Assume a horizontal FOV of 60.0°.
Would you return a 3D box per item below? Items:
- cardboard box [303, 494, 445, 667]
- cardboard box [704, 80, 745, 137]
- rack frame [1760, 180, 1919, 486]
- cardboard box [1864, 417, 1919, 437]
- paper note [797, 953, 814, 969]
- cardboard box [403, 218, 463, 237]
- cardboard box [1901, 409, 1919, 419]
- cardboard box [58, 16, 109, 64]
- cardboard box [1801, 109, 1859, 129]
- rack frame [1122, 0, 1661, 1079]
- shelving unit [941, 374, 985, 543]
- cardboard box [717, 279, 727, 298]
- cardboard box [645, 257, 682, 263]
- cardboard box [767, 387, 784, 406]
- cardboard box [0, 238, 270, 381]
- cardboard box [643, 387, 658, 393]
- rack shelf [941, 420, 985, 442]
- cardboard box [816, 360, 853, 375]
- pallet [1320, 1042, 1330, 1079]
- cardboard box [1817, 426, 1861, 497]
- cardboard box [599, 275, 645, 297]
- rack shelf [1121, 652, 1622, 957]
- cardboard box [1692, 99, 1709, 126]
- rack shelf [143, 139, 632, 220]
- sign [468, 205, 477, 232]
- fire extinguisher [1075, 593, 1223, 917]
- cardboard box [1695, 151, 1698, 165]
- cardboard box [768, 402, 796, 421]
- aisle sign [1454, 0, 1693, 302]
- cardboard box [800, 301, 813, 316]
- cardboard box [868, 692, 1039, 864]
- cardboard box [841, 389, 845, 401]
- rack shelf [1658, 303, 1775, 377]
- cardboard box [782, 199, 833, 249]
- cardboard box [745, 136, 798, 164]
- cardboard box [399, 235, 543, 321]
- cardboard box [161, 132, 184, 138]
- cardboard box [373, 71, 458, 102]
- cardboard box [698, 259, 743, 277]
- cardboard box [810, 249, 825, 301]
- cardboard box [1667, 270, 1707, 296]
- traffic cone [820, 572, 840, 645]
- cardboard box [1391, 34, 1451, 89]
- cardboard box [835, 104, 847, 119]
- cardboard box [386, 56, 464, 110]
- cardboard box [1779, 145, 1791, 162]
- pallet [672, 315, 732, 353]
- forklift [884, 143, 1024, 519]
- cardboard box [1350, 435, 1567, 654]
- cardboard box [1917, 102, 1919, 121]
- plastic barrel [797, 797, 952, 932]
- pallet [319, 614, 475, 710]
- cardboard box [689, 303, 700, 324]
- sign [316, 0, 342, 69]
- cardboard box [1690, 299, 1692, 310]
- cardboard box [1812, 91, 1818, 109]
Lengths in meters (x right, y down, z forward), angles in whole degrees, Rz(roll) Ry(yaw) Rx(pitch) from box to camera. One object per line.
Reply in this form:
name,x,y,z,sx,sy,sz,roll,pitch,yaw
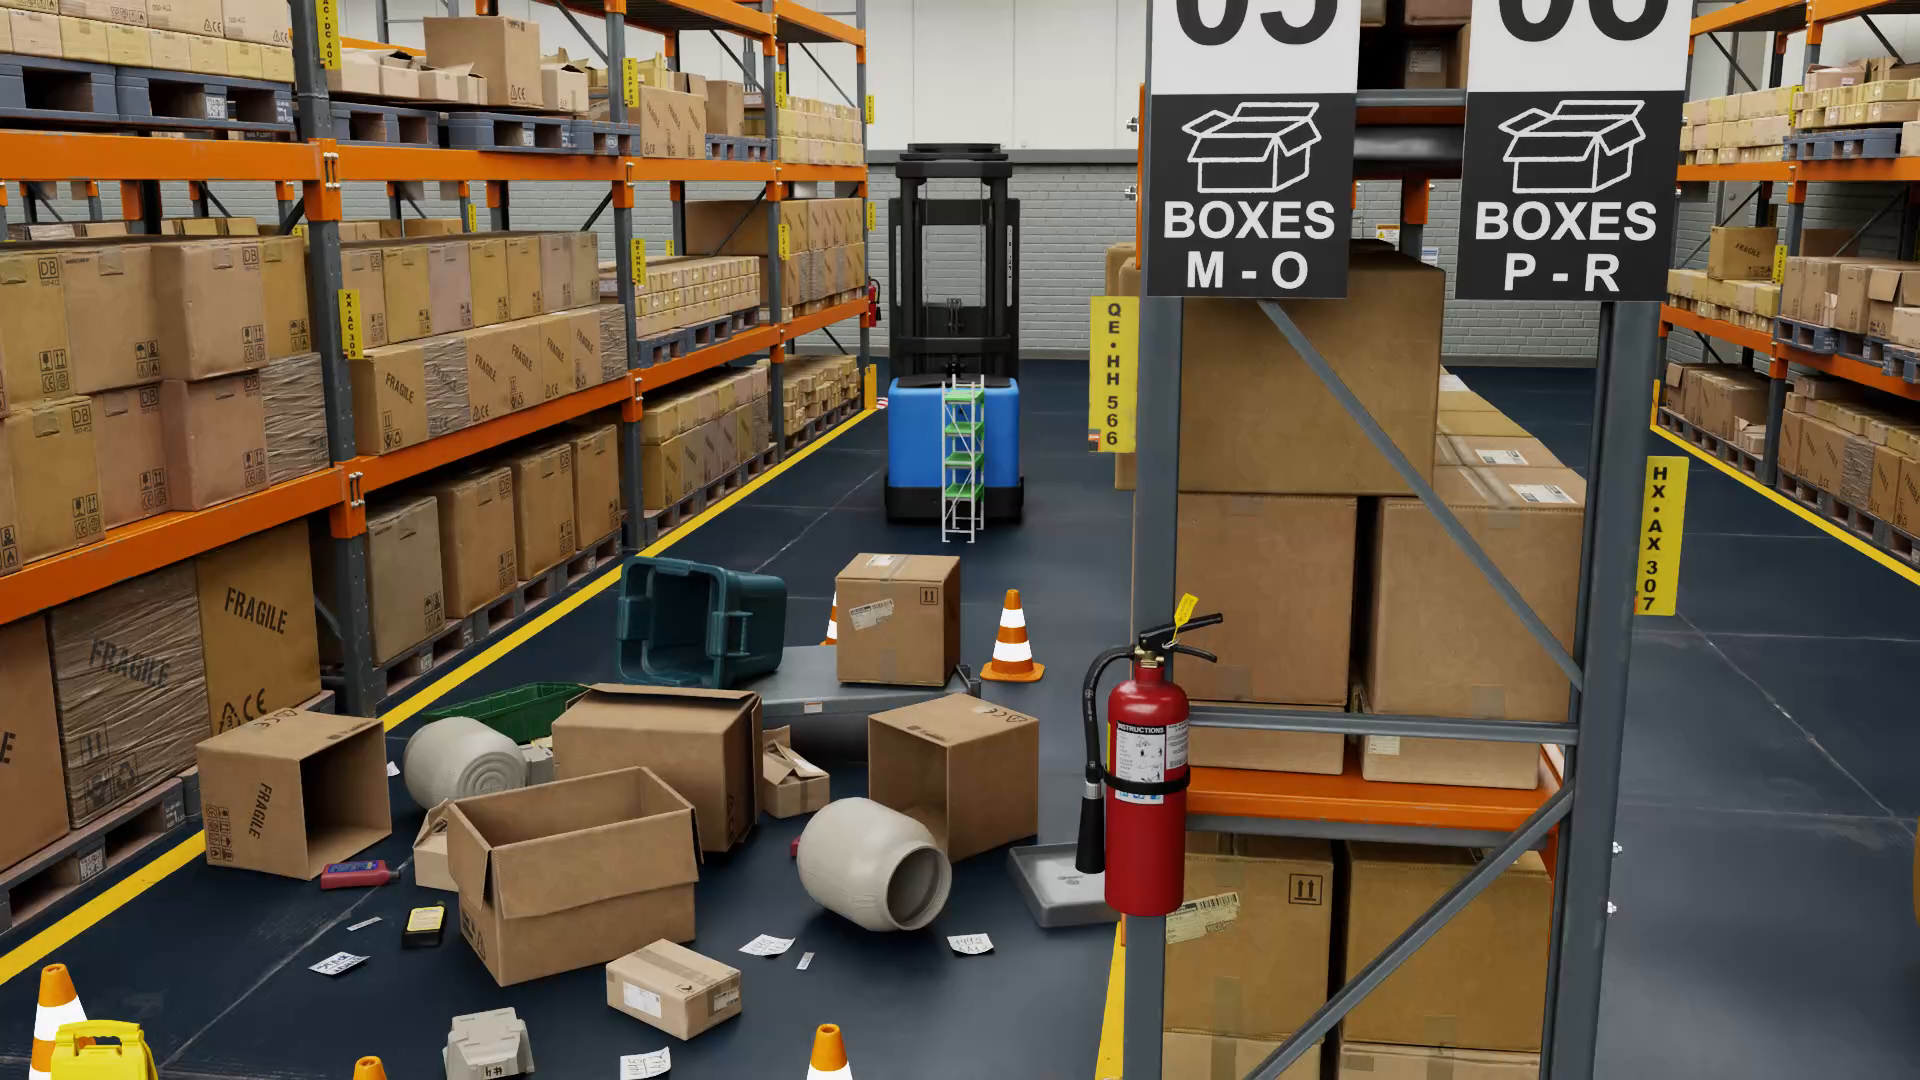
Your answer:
cardboard box,-3.419,0.189,8.841,1.050,0.750,0.750,2,12,8
cardboard box,-2.362,-3.884,15.043,0.700,0.500,0.500,2,12,9
rack frame,7.617,-1.940,14.374,1.000,3.000,0.127,2,12,9
cardboard box,7.147,-0.843,12.682,0.380,0.149,0.250,2,12,9
paper note,-0.533,1.451,5.735,0.032,0.001,0.123,2,12,9
cardboard box,-6.281,-3.582,19.865,0.500,0.500,0.500,2,12,9
cardboard box,7.672,-0.939,13.125,0.380,0.149,0.250,2,12,10
cardboard box,-3.360,-1.820,6.061,0.380,0.149,0.250,2,12,8
cardboard box,7.104,-3.435,13.556,0.380,0.149,0.250,2,12,9
rack frame,0.869,0.398,3.525,0.949,2.616,0.053,2,12,9
shelving unit,0.025,-0.621,12.527,0.258,1.200,0.503,2,12,9
cardboard box,-2.221,-2.160,14.290,0.380,0.149,0.250,1,12,6
cardboard box,-2.747,-2.487,15.101,0.380,0.149,0.250,2,12,10
cardboard box,-1.937,-1.407,16.258,0.380,0.149,0.250,2,12,11
cardboard box,-3.486,-0.981,7.006,0.875,0.550,0.550,2,12,9
cardboard box,-2.804,-1.118,13.717,0.500,0.250,0.500,2,12,10
rack shelf,0.025,-0.793,12.490,0.258,0.148,0.480,2,12,9
cardboard box,-1.421,-1.947,18.767,0.380,0.149,0.250,2,12,7
pallet,1.038,1.578,4.672,1.003,0.211,1.213,2,12,9
cardboard box,7.167,-0.615,13.162,0.500,0.500,0.500,2,12,7
cardboard box,-2.547,-1.871,12.240,0.380,0.149,0.250,2,12,9
rack shelf,1.174,0.334,5.533,1.077,0.370,4.000,2,12,9
cardboard box,7.819,-4.366,16.974,0.500,0.250,0.500,2,12,8
rack shelf,-3.118,-2.105,9.727,1.077,0.370,4.000,2,12,9
sign,-5.931,-3.915,20.228,0.100,0.325,0.005,2,12,9
fire extinguisher,0.393,0.445,3.492,0.296,0.674,0.183,2,12,9
cardboard box,7.939,-4.002,17.418,0.380,0.149,0.250,2,12,10
cardboard box,-1.823,-1.261,16.290,0.380,0.149,0.250,2,12,11
aisle sign,1.163,-0.850,3.145,0.394,0.787,0.004,2,12,9
cardboard box,-1.722,-2.385,17.035,0.380,0.149,0.250,2,12,10
cardboard box,-0.028,0.965,6.822,0.500,0.500,0.500,-10,16,-40
cardboard box,-1.520,-1.658,18.837,0.380,0.149,0.250,2,12,8
rack shelf,7.924,-2.004,16.381,1.077,0.370,4.000,2,12,9
cardboard box,-1.632,-3.327,17.496,0.500,0.500,0.500,1,12,7
cardboard box,-1.863,-3.720,15.870,0.500,0.250,0.500,3,12,12
cardboard box,-3.042,-1.639,10.367,0.700,0.500,0.500,2,12,8
cardboard box,-7.338,-3.823,15.209,0.500,0.311,0.500,1,12,7
cardboard box,-2.953,-2.455,9.006,0.380,0.149,0.250,2,12,9
cardboard box,-2.146,-2.413,14.756,0.380,0.149,0.250,1,12,7
cardboard box,-1.688,-2.735,17.122,0.500,0.500,0.500,2,12,7
cardboard box,7.896,-2.759,17.824,0.500,0.250,0.500,2,12,9
traffic cone,-0.655,0.409,9.495,0.336,0.463,0.334,2,12,9
cardboard box,1.190,-1.061,3.774,0.380,0.149,0.250,1,12,7
cardboard box,-1.448,-4.665,18.124,0.380,0.149,0.250,2,12,10
cardboard box,-3.295,-2.729,9.892,0.500,0.311,0.500,2,12,8
cardboard box,7.380,-3.368,14.476,0.380,0.149,0.250,2,12,8
pallet,-2.546,-1.726,13.838,1.003,0.211,1.213,2,12,9
forklift,-0.049,-1.856,14.148,1.130,2.935,3.031,0,12,0
cardboard box,1.289,0.006,4.400,0.500,0.500,0.500,2,12,10
cardboard box,7.042,-3.044,11.785,0.380,0.149,0.250,2,12,10
plastic barrel,-0.312,1.179,6.019,0.421,0.421,0.512,-10,16,-40
pallet,-3.381,0.626,9.086,1.003,0.211,1.213,2,12,9
cardboard box,-2.340,-1.852,13.564,0.380,0.149,0.250,2,12,9
sign,-2.877,-2.314,7.575,0.100,0.325,0.005,2,12,9
cardboard box,7.911,-2.480,17.476,0.380,0.149,0.250,2,12,8
cardboard box,7.167,-3.577,13.507,0.380,0.149,0.250,2,12,10
